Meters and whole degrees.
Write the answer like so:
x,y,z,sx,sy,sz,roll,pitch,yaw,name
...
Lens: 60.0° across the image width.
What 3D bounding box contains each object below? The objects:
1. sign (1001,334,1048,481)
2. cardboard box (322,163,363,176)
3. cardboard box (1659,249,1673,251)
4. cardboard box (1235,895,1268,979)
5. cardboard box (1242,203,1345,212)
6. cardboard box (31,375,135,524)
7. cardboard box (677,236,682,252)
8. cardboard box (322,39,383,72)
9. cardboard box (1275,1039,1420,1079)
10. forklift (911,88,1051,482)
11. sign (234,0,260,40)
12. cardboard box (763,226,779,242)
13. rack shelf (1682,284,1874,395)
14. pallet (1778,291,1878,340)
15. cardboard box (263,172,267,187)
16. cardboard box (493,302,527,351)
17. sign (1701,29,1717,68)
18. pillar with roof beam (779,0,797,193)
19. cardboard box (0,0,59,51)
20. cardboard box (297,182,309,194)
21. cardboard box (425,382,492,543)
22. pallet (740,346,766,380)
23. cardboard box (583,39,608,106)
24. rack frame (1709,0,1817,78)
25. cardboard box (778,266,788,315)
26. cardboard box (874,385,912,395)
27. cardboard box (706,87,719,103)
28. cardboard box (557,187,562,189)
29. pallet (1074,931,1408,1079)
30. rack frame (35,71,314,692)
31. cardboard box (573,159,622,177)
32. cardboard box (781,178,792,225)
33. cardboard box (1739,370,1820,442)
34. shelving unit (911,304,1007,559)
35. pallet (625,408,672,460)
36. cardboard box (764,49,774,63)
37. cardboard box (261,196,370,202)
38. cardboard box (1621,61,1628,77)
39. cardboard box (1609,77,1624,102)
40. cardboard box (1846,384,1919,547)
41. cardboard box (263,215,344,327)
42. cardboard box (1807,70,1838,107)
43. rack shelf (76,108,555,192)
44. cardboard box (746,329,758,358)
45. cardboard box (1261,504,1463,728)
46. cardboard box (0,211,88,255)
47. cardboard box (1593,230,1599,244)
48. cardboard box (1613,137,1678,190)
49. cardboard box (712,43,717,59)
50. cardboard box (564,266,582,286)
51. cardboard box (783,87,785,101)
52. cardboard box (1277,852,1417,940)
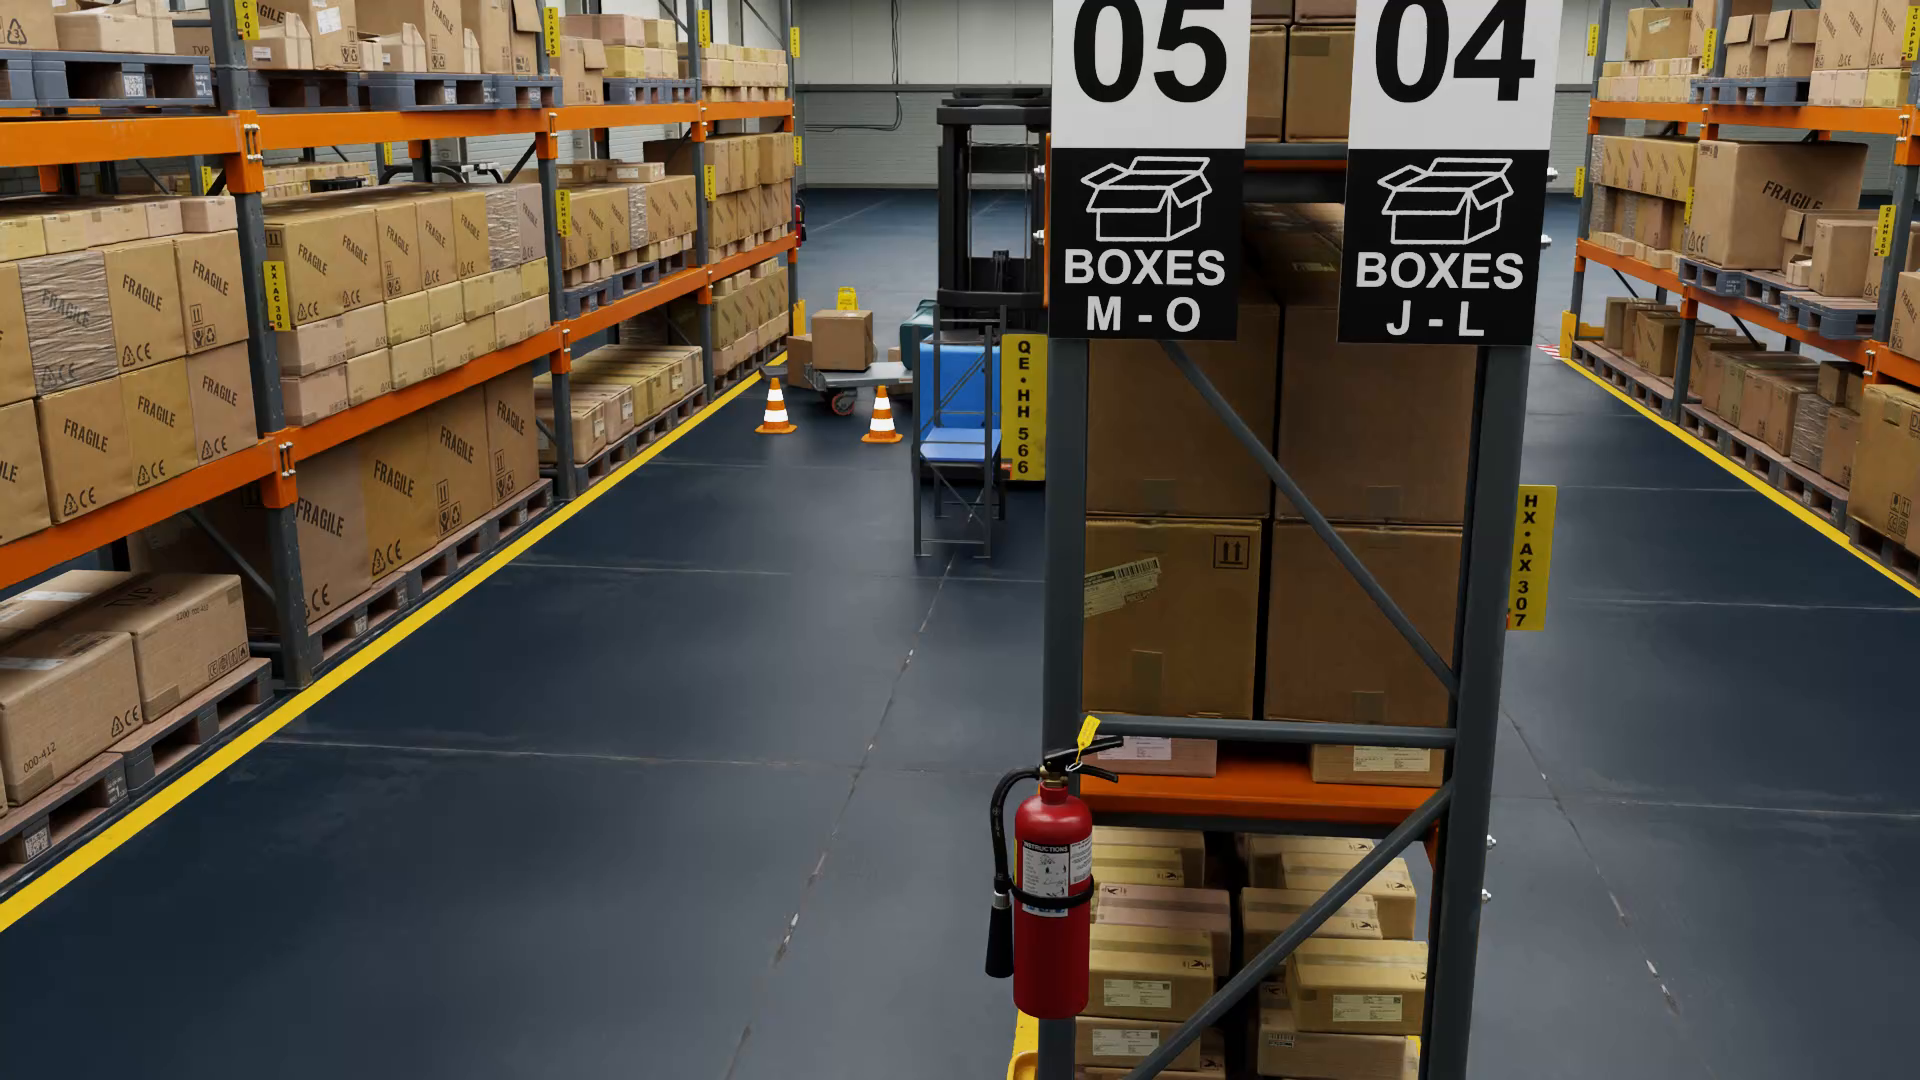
x,y,z,sx,sy,sz,roll,pitch,yaw,name
0.141,-0.291,3.668,0.100,0.325,0.005,2,15,6,sign
-7.195,-4.313,19.363,0.380,0.149,0.250,2,15,6,cardboard box
6.896,-2.698,15.874,0.380,0.149,0.250,2,15,6,cardboard box
1.031,1.208,5.034,0.380,0.149,0.250,2,15,7,cardboard box
1.357,-1.140,6.954,0.500,0.500,0.500,1,15,4,cardboard box
-3.681,-0.371,6.596,0.500,0.500,0.500,1,15,5,cardboard box
-2.717,-2.662,14.936,0.380,0.149,0.250,1,15,5,cardboard box
-3.298,-2.571,8.819,0.380,0.166,0.250,1,15,2,cardboard box
1.067,1.489,4.565,0.380,0.149,0.250,2,15,7,cardboard box
0.415,-2.186,13.632,1.130,2.935,3.031,3,15,11,forklift
-3.237,-2.435,7.531,0.100,0.325,0.005,2,15,6,sign
-2.231,-3.400,18.471,0.380,0.149,0.250,2,15,7,cardboard box
6.735,-1.632,12.829,1.077,0.370,4.000,2,15,6,rack shelf
6.484,-1.556,11.537,1.213,0.211,1.003,2,15,6,pallet
-7.396,-3.715,17.149,0.380,0.149,0.250,2,15,8,cardboard box
-3.178,-1.408,10.910,0.500,0.250,0.500,2,15,7,cardboard box
6.421,-4.209,14.246,0.100,0.325,0.005,2,15,6,sign
-0.678,-14.368,47.060,9.100,9.000,0.400,2,15,6,pillar with roof beam
-3.908,-2.113,6.289,0.797,0.503,0.637,3,15,11,cardboard box
-7.365,-3.840,18.183,0.380,0.149,0.250,2,15,6,cardboard box
-3.602,-0.521,10.610,0.875,0.875,0.875,2,15,7,cardboard box
-2.710,-1.936,17.918,1.003,0.211,1.213,2,15,6,pallet
-3.193,-3.647,12.957,0.797,0.503,0.637,2,15,6,cardboard box
6.961,-5.394,13.870,1.000,3.000,0.127,2,15,6,rack frame
-2.265,-2.849,18.979,0.500,0.500,0.500,2,15,7,cardboard box
-0.661,-1.618,16.637,0.258,0.266,0.396,-10,18,-32,cardboard box
-2.519,-4.256,15.891,0.380,0.149,0.250,2,15,6,cardboard box
-3.459,-2.538,13.237,0.500,0.500,0.500,1,15,2,cardboard box
0.826,1.559,4.993,1.003,0.211,1.213,2,15,6,pallet
-3.788,-0.715,8.059,1.000,3.000,0.127,2,15,6,rack frame
-3.290,-3.386,15.129,0.380,0.149,0.250,2,15,6,cardboard box
-2.222,-3.870,18.967,0.500,0.500,0.500,1,15,5,cardboard box
6.735,-1.077,13.343,0.700,0.500,0.500,0,15,1,cardboard box
0.010,-0.746,11.048,0.538,1.500,1.048,2,15,6,shelving unit
-3.107,-0.924,14.176,1.003,0.211,1.213,2,15,6,pallet
-2.257,-5.310,18.260,0.380,0.149,0.250,2,15,6,cardboard box
-3.816,-1.769,9.851,0.500,0.500,0.500,2,15,7,cardboard box
7.019,-4.837,17.080,0.380,0.149,0.250,2,15,9,cardboard box
7.049,-4.660,17.189,0.500,0.250,0.500,1,15,5,cardboard box
6.411,-0.459,10.379,1.225,0.875,0.875,1,15,4,cardboard box
-3.453,-1.351,8.306,0.500,0.500,0.500,2,15,7,cardboard box
6.422,-3.226,11.886,0.500,0.250,0.500,2,15,8,cardboard box
-3.563,-2.334,9.680,1.077,0.370,4.000,2,15,6,rack shelf
-2.444,-2.087,17.596,0.500,0.250,0.500,1,15,6,cardboard box
1.015,0.142,4.129,0.500,0.500,0.500,2,15,9,cardboard box
-3.685,-1.208,6.533,0.380,0.149,0.250,2,15,6,cardboard box
7.096,-3.283,18.038,0.380,0.149,0.250,2,15,6,cardboard box
6.961,-3.816,16.851,0.500,0.500,0.500,2,15,6,cardboard box
-2.525,-4.642,15.789,0.380,0.149,0.250,2,15,8,cardboard box
-3.050,-1.985,12.433,0.380,0.149,0.250,1,15,3,cardboard box
-2.197,-5.053,18.838,0.380,0.149,0.250,2,15,7,cardboard box
1.154,1.066,4.991,0.380,0.149,0.250,2,15,6,cardboard box
